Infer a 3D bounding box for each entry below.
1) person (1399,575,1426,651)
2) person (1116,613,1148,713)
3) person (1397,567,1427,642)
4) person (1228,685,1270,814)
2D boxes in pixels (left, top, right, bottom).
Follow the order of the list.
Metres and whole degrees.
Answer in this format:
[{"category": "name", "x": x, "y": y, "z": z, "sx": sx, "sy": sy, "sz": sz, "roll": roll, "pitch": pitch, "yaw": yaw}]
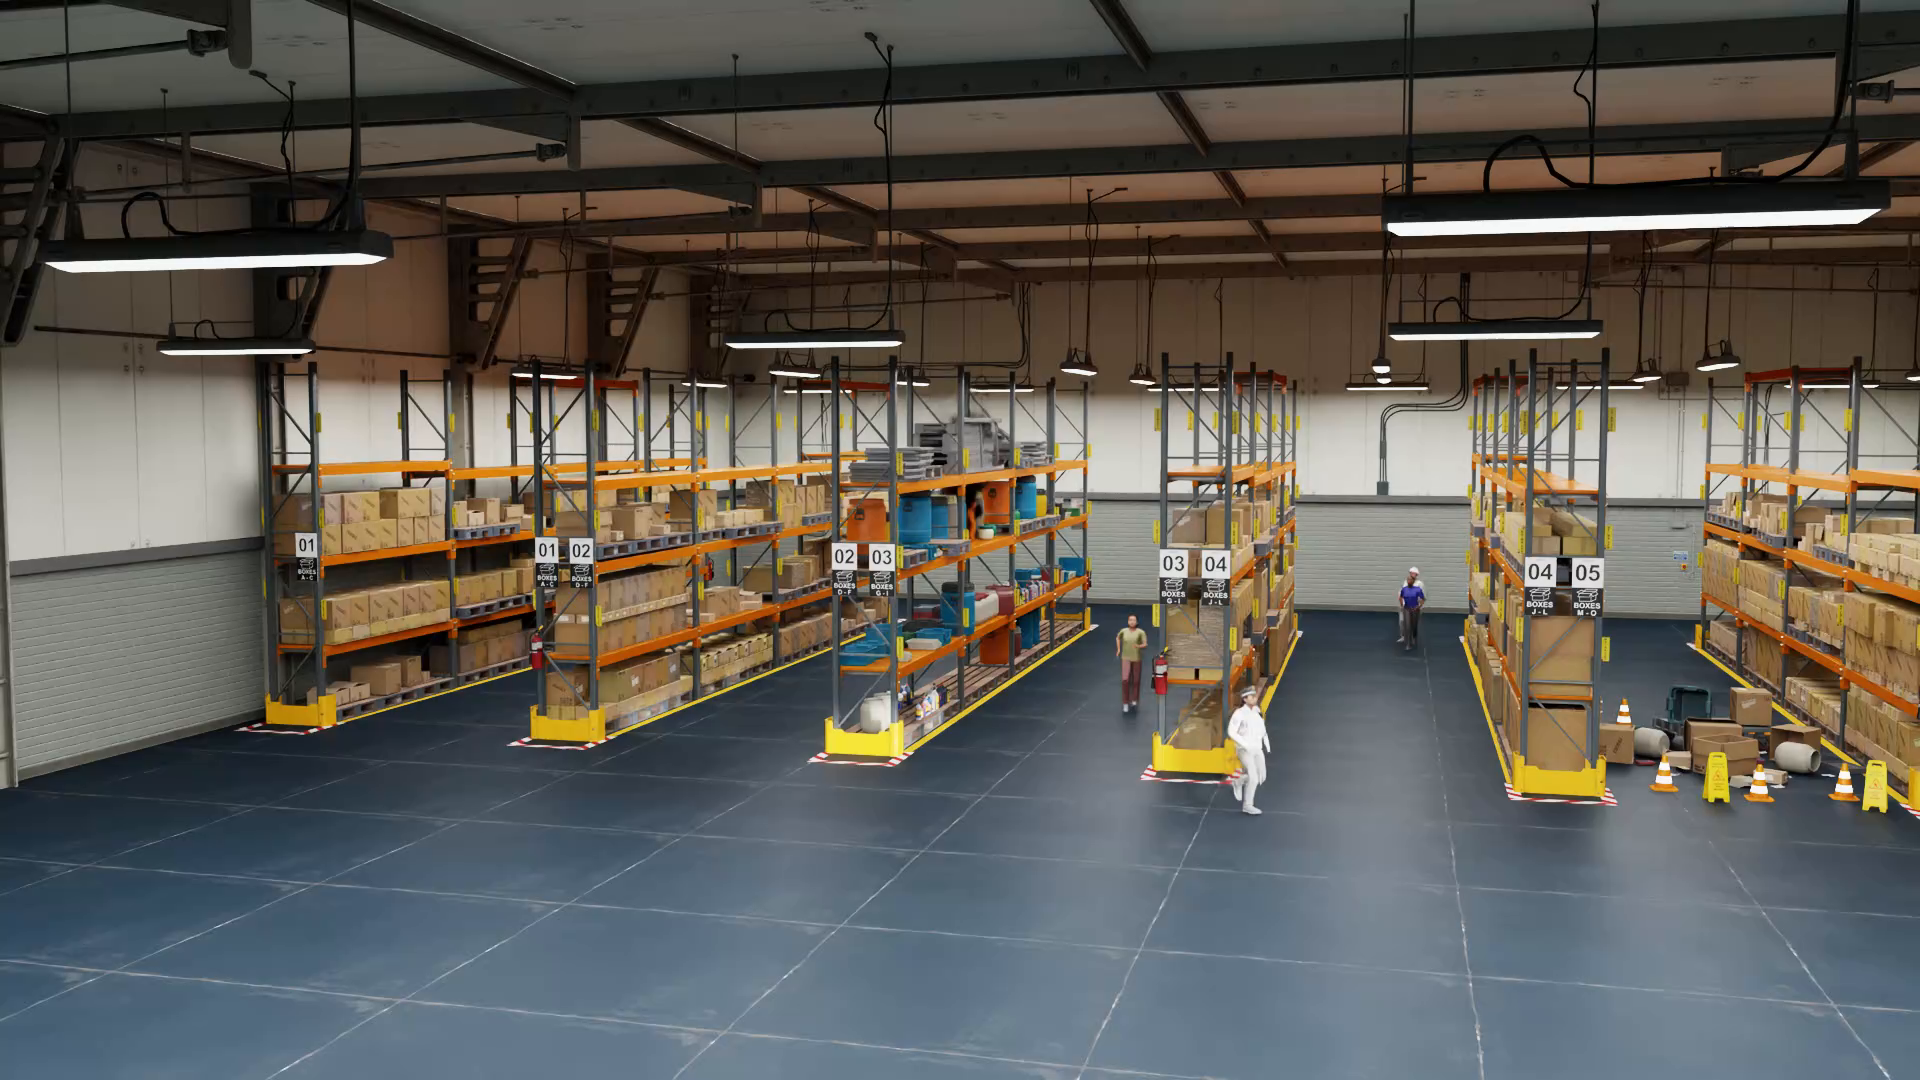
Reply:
[{"category": "person", "x": 9.956, "y": 1.595, "z": 36.635, "sx": 0.577, "sy": 1.627, "sz": 0.802, "roll": 2, "pitch": 4, "yaw": 23}, {"category": "person", "x": 2.990, "y": 2.133, "z": 28.941, "sx": 0.545, "sy": 1.725, "sz": 0.730, "roll": 0, "pitch": 4, "yaw": 6}, {"category": "person", "x": 10.331, "y": 1.481, "z": 38.031, "sx": 0.689, "sy": 1.720, "sz": 0.637, "roll": 4, "pitch": 6, "yaw": 43}, {"category": "person", "x": 3.684, "y": 2.674, "z": 21.367, "sx": 0.667, "sy": 1.637, "sz": 0.565, "roll": -3, "pitch": 5, "yaw": -38}]
